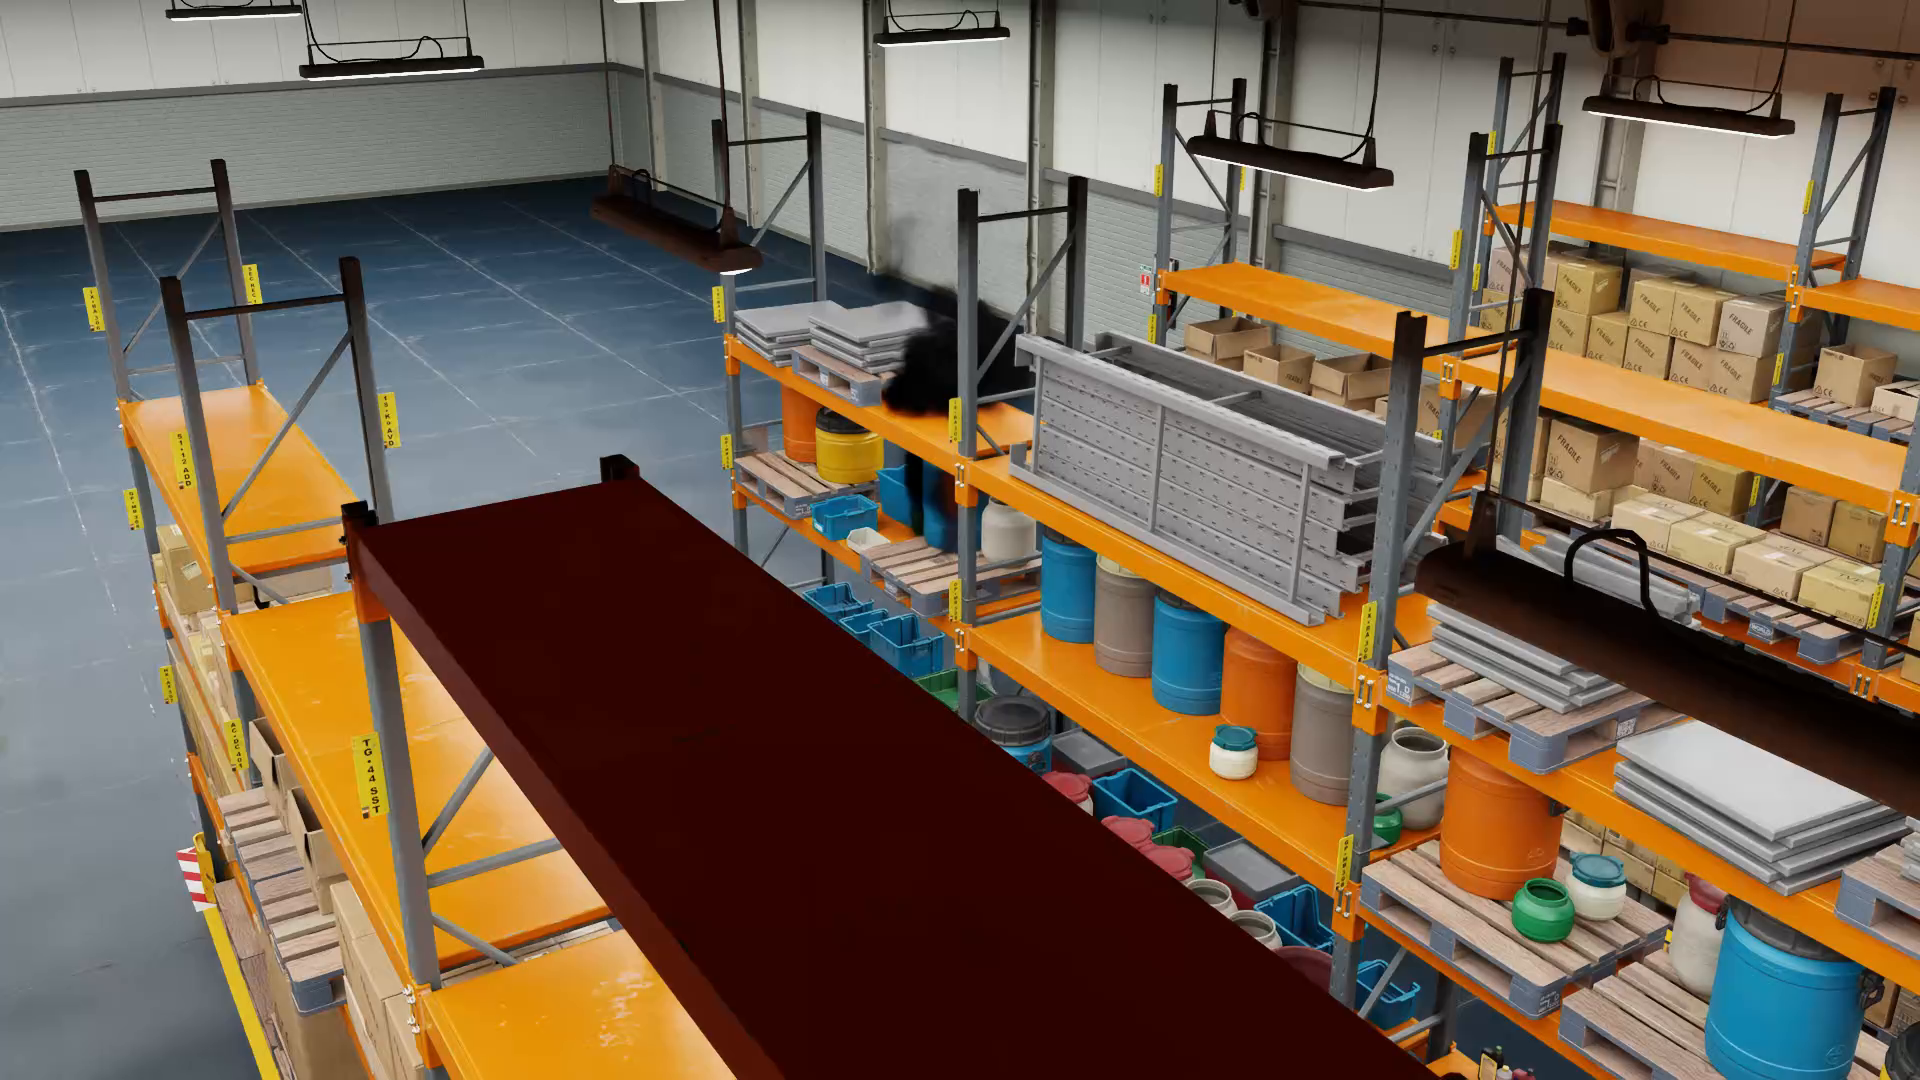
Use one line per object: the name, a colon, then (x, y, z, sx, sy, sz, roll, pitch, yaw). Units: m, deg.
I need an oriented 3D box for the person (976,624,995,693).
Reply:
person: (0.114, 0.730, 16.504, 0.622, 1.728, 0.822, -15, 26, -33)
